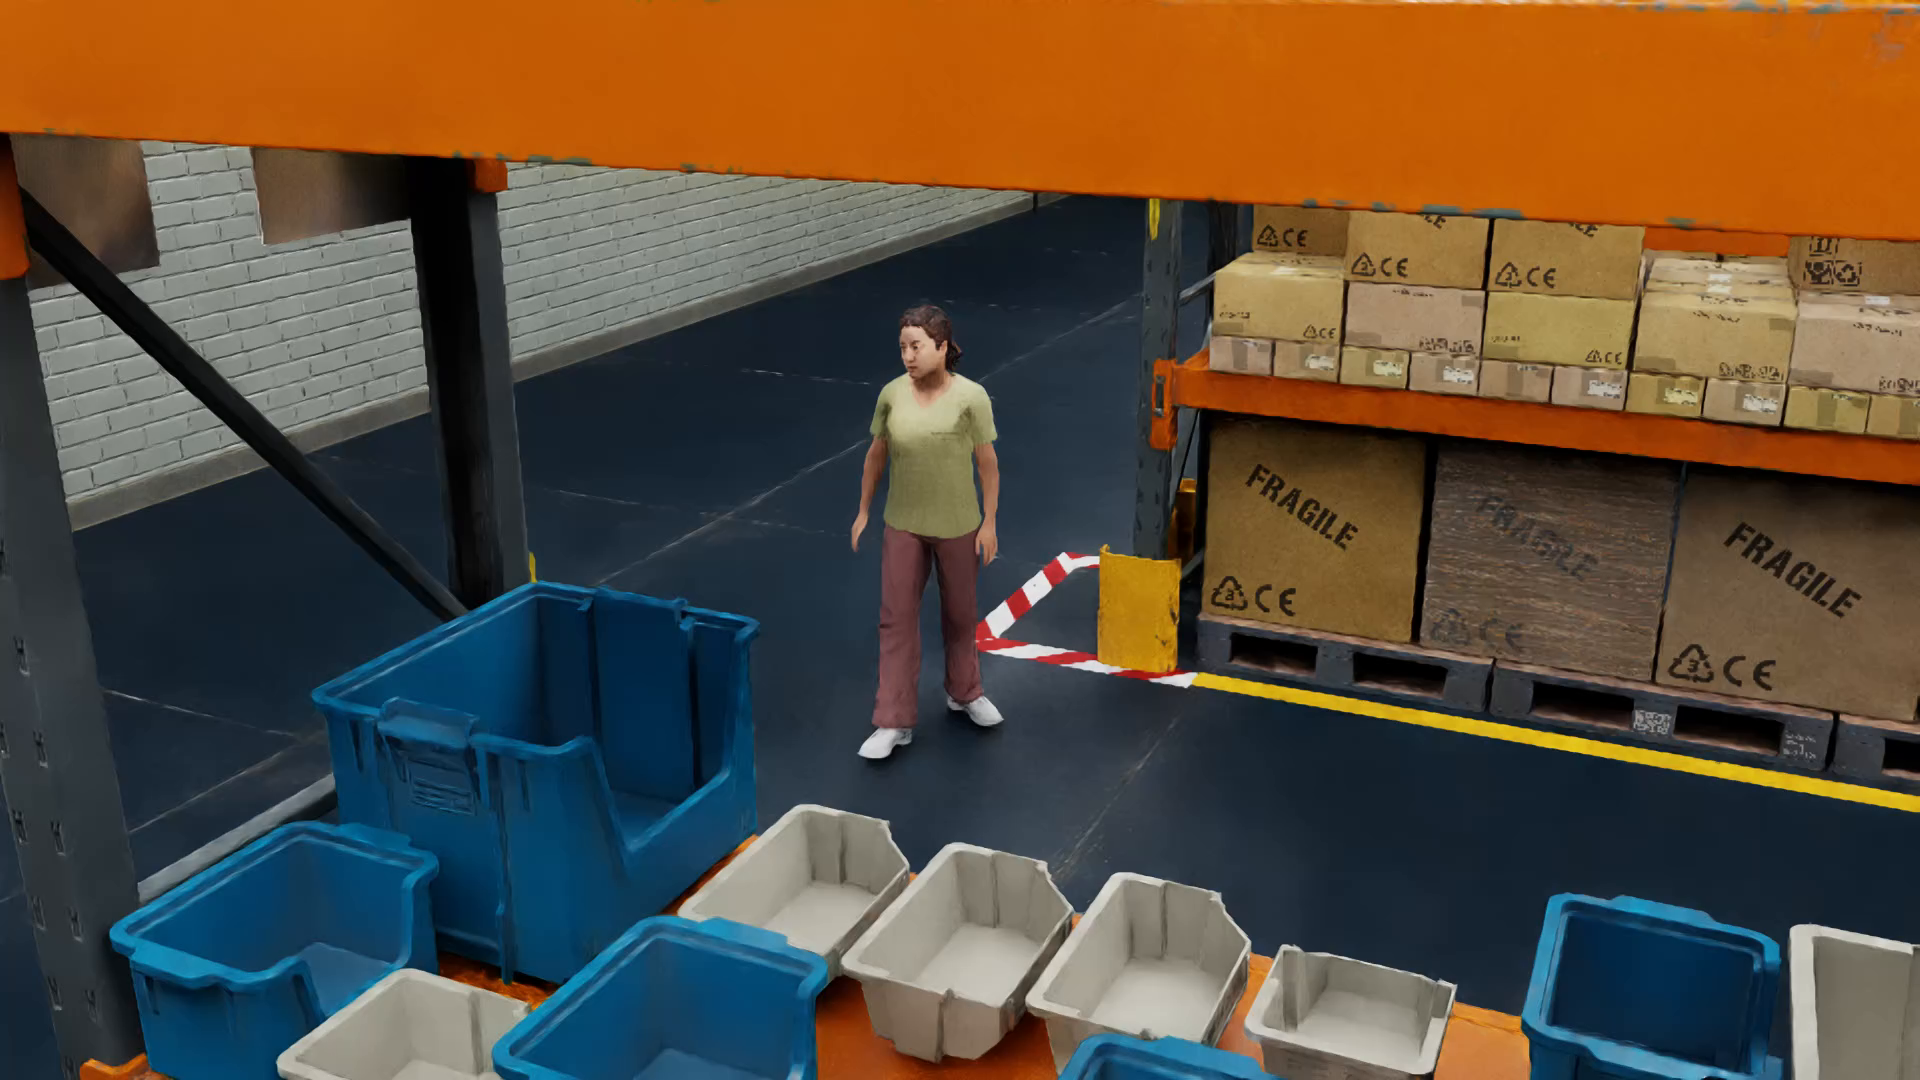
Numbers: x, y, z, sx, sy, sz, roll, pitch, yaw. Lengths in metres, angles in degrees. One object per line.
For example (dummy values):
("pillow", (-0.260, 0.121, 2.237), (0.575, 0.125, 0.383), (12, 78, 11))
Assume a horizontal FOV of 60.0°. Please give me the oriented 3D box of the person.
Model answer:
("person", (-0.136, -0.035, 6.139), (0.576, 1.665, 0.623), (3, 19, 9))
